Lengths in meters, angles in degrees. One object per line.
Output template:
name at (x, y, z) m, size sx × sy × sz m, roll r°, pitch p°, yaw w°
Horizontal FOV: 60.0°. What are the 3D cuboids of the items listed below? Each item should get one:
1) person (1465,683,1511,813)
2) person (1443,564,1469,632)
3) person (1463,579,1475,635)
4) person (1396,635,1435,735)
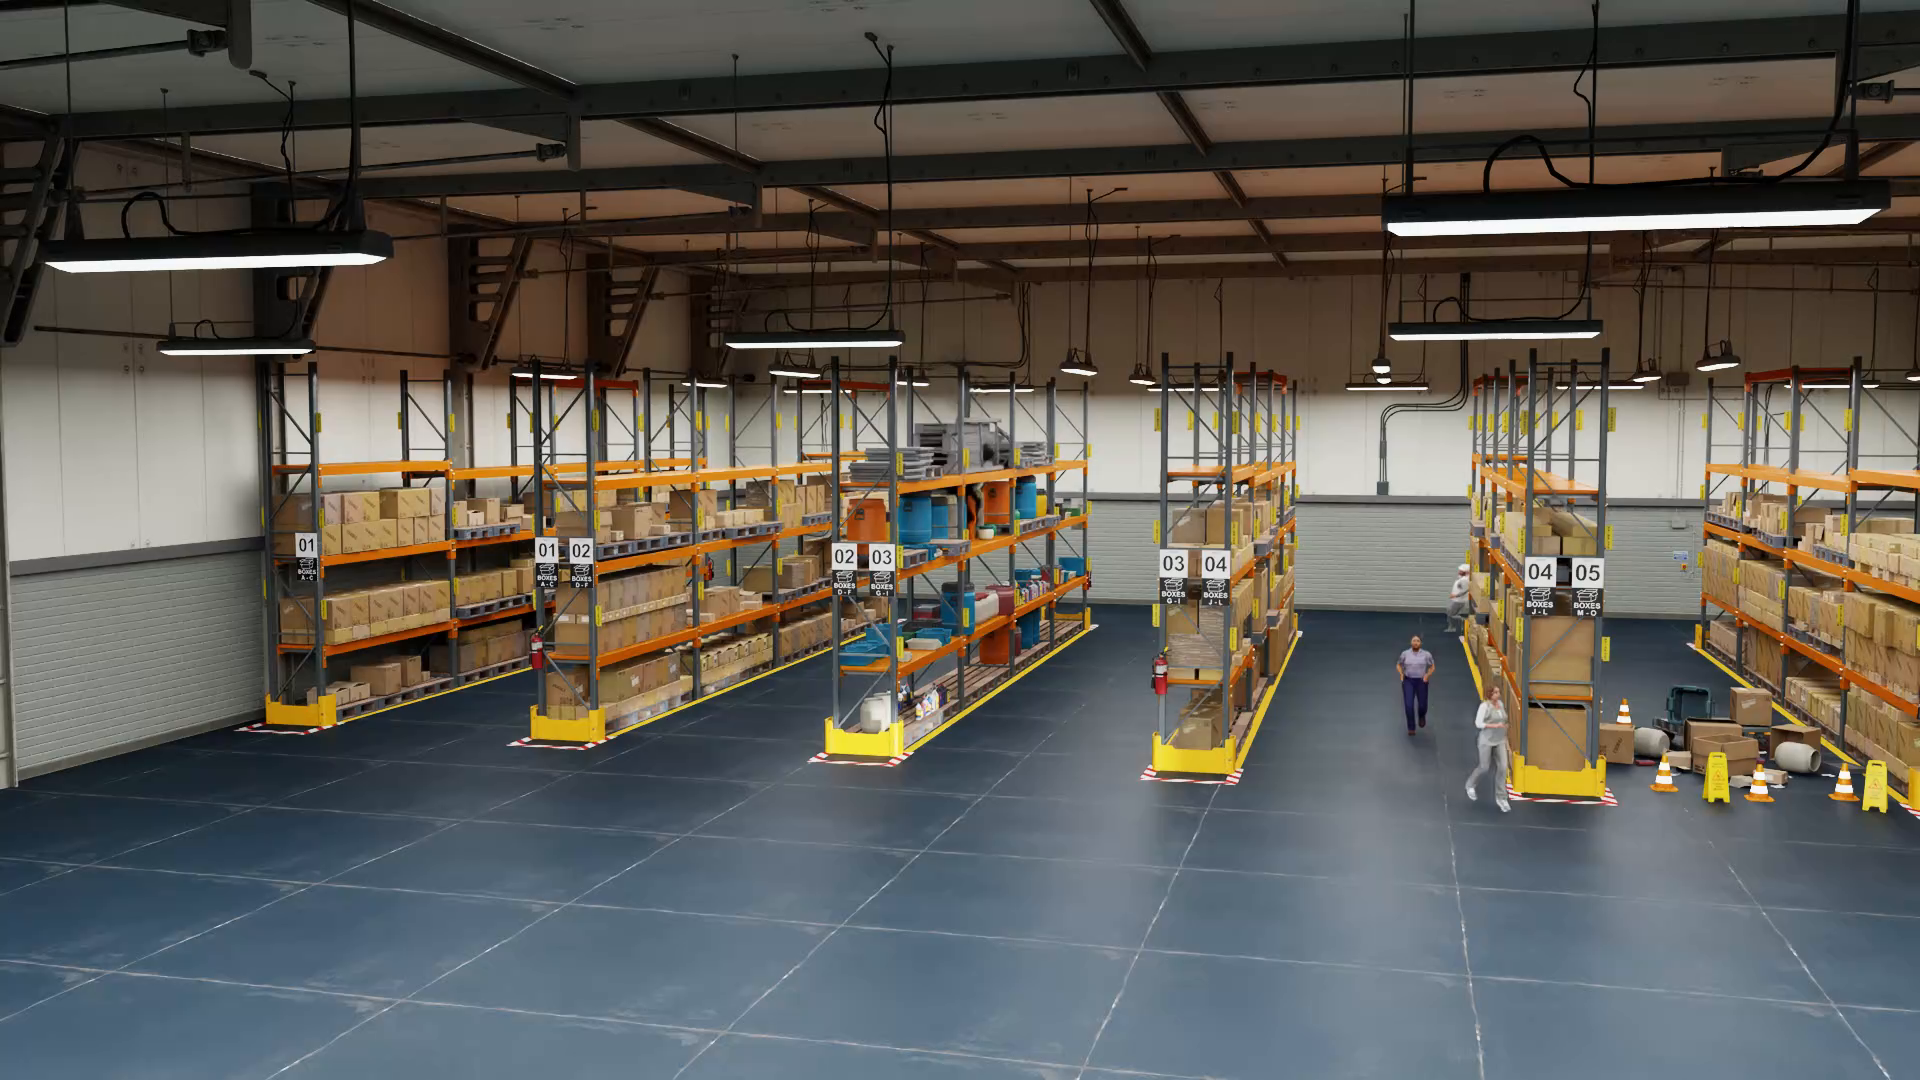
person at (6.901, 2.720, 21.662) m, size 0.575 × 1.536 × 0.752 m, roll -2°, pitch 4°, yaw -24°
person at (11.793, 1.401, 39.422) m, size 0.657 × 1.691 × 0.755 m, roll 1°, pitch 4°, yaw 20°
person at (12.354, 1.323, 39.502) m, size 0.951 × 1.830 × 0.699 m, roll -1°, pitch 4°, yaw -10°
person at (7.324, 2.327, 26.774) m, size 0.608 × 1.585 × 0.580 m, roll 1°, pitch 4°, yaw 17°
